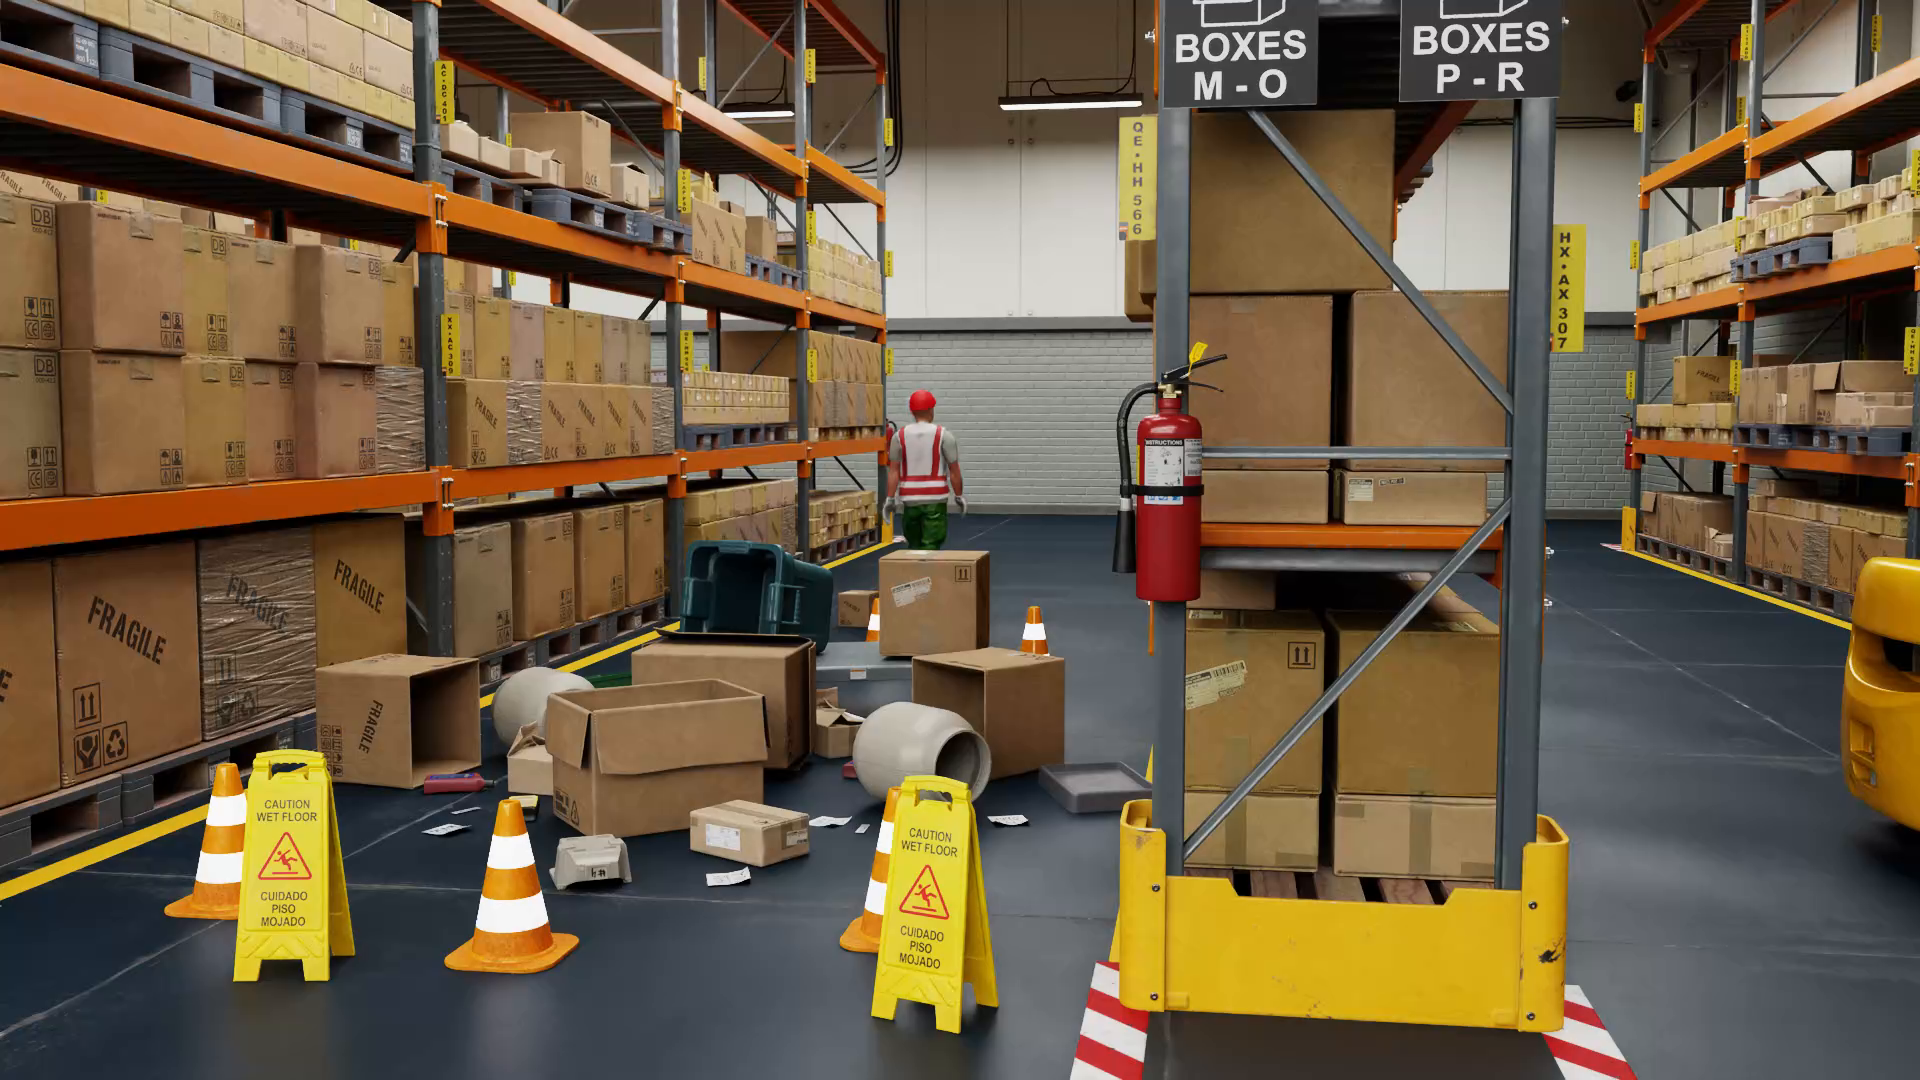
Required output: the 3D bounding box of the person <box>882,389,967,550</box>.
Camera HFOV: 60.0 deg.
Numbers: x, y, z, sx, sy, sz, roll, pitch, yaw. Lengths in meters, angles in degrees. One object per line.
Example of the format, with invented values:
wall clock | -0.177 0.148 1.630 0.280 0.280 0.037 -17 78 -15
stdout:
person | -0.258 -0.281 13.121 0.593 1.813 0.799 1 5 18
